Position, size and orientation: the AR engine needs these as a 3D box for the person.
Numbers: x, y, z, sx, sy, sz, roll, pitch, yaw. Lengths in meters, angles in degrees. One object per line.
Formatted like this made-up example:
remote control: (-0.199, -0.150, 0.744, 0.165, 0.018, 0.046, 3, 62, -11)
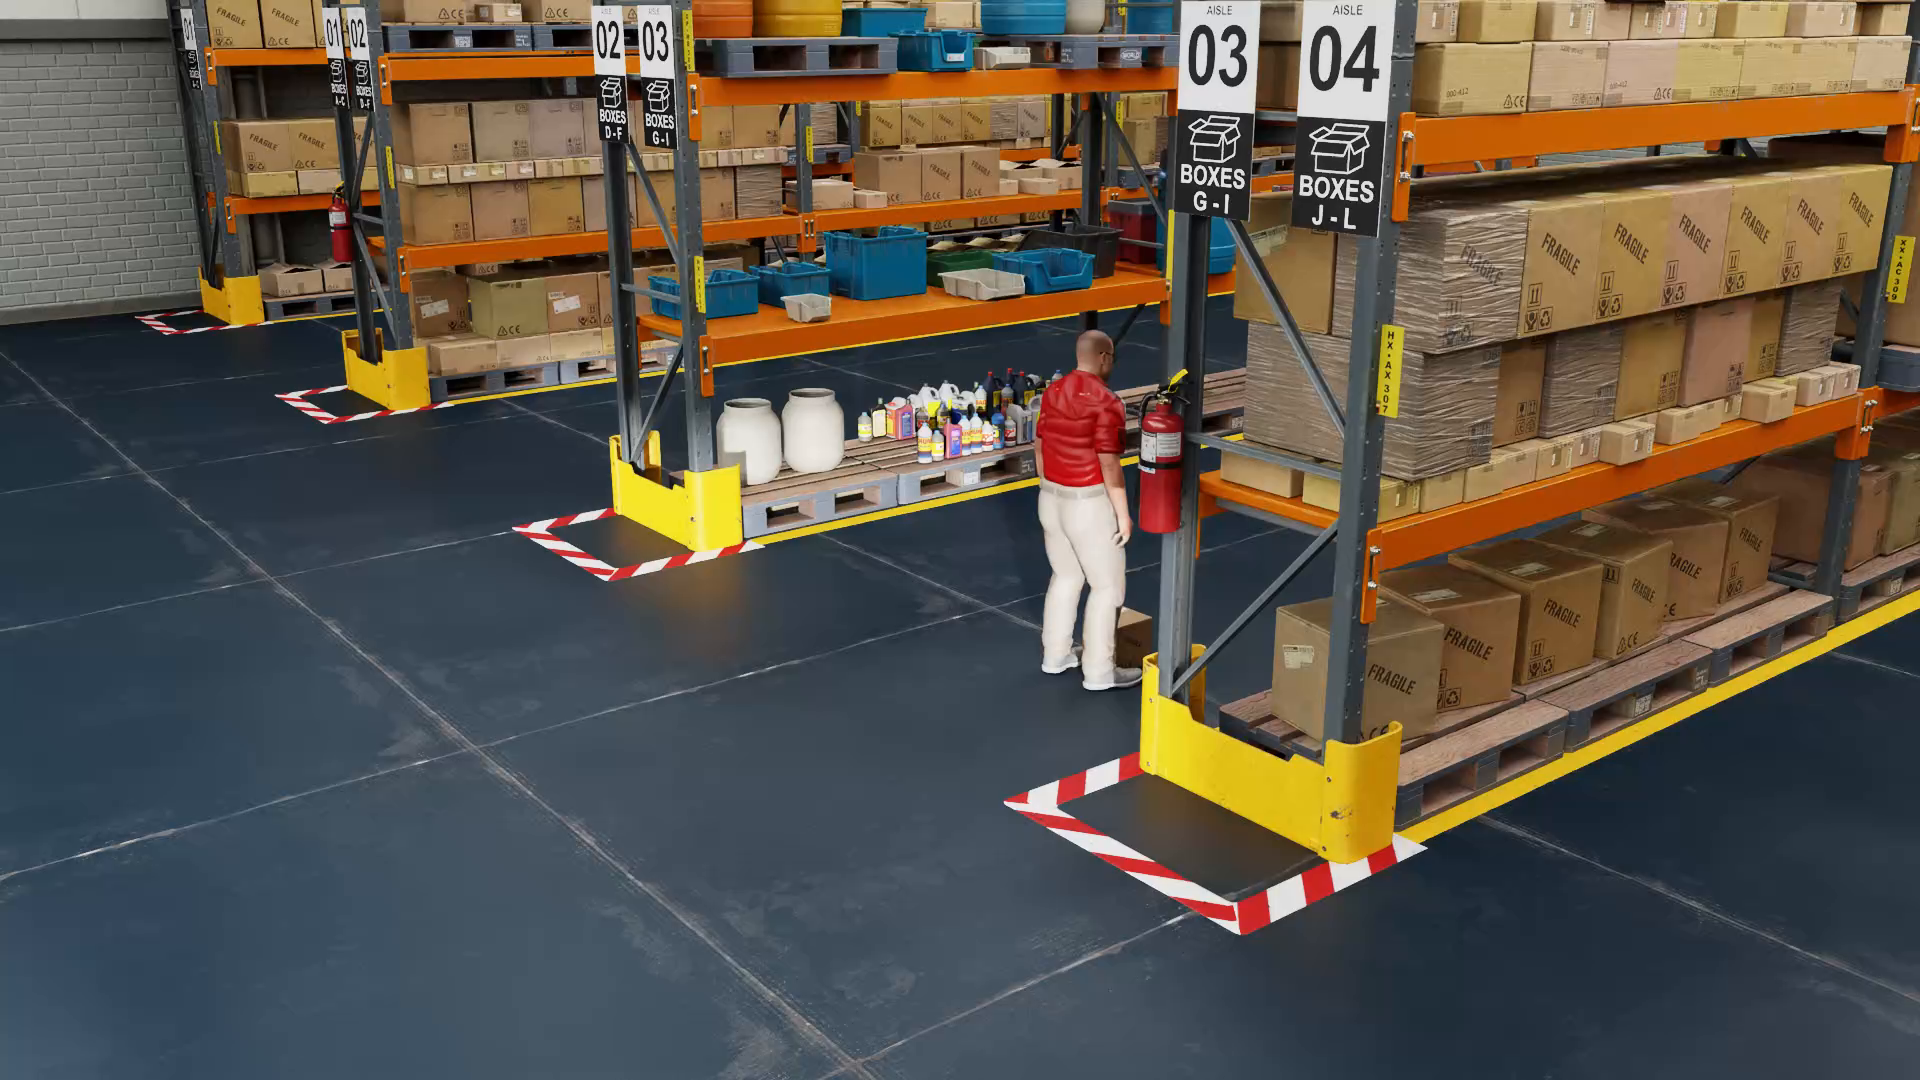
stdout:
person: (0.604, -0.151, 8.052, 0.395, 1.726, 0.584, -14, 22, -37)
